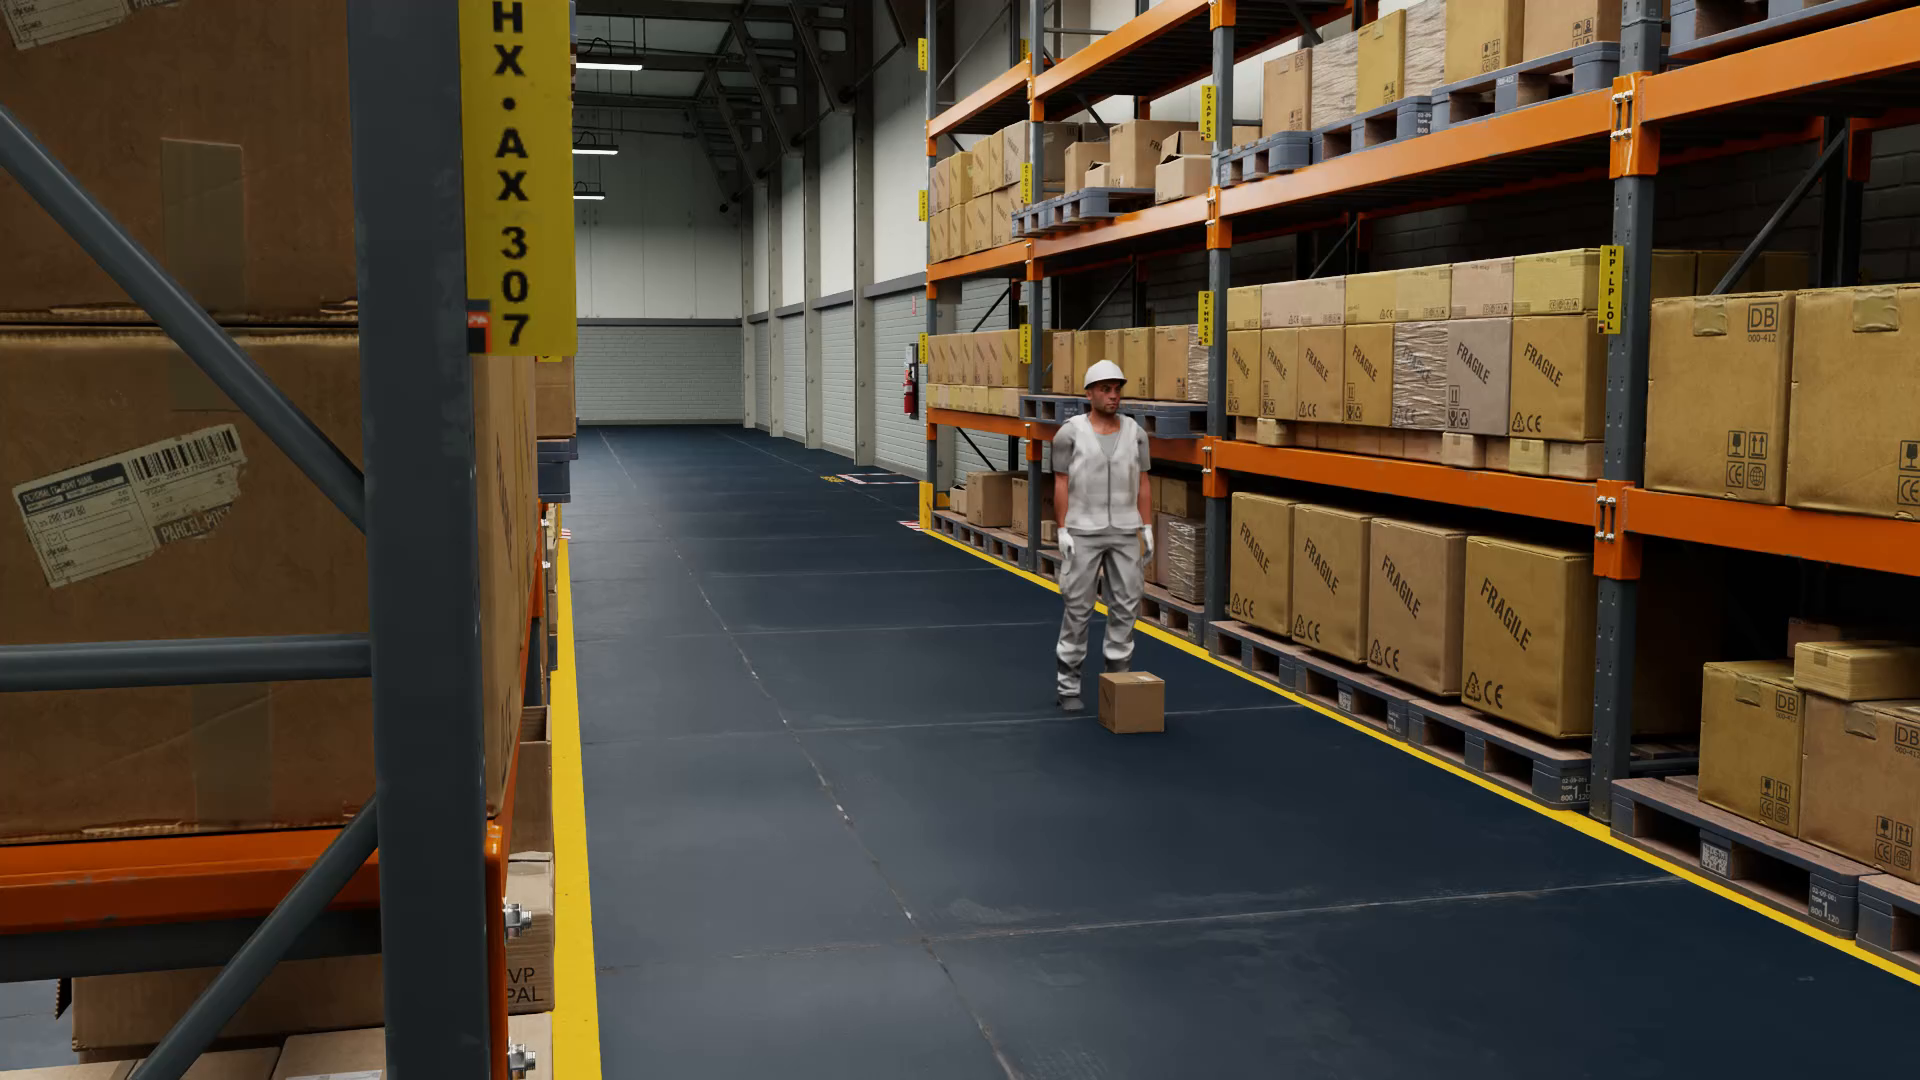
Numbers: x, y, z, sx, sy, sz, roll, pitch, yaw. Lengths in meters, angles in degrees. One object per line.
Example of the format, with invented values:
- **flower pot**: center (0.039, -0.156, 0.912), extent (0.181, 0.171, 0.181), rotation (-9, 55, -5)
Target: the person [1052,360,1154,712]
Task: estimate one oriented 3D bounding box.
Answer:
- **person**: center (0.735, 0.003, 8.490), extent (0.524, 1.836, 0.353), rotation (-1, 6, -12)
